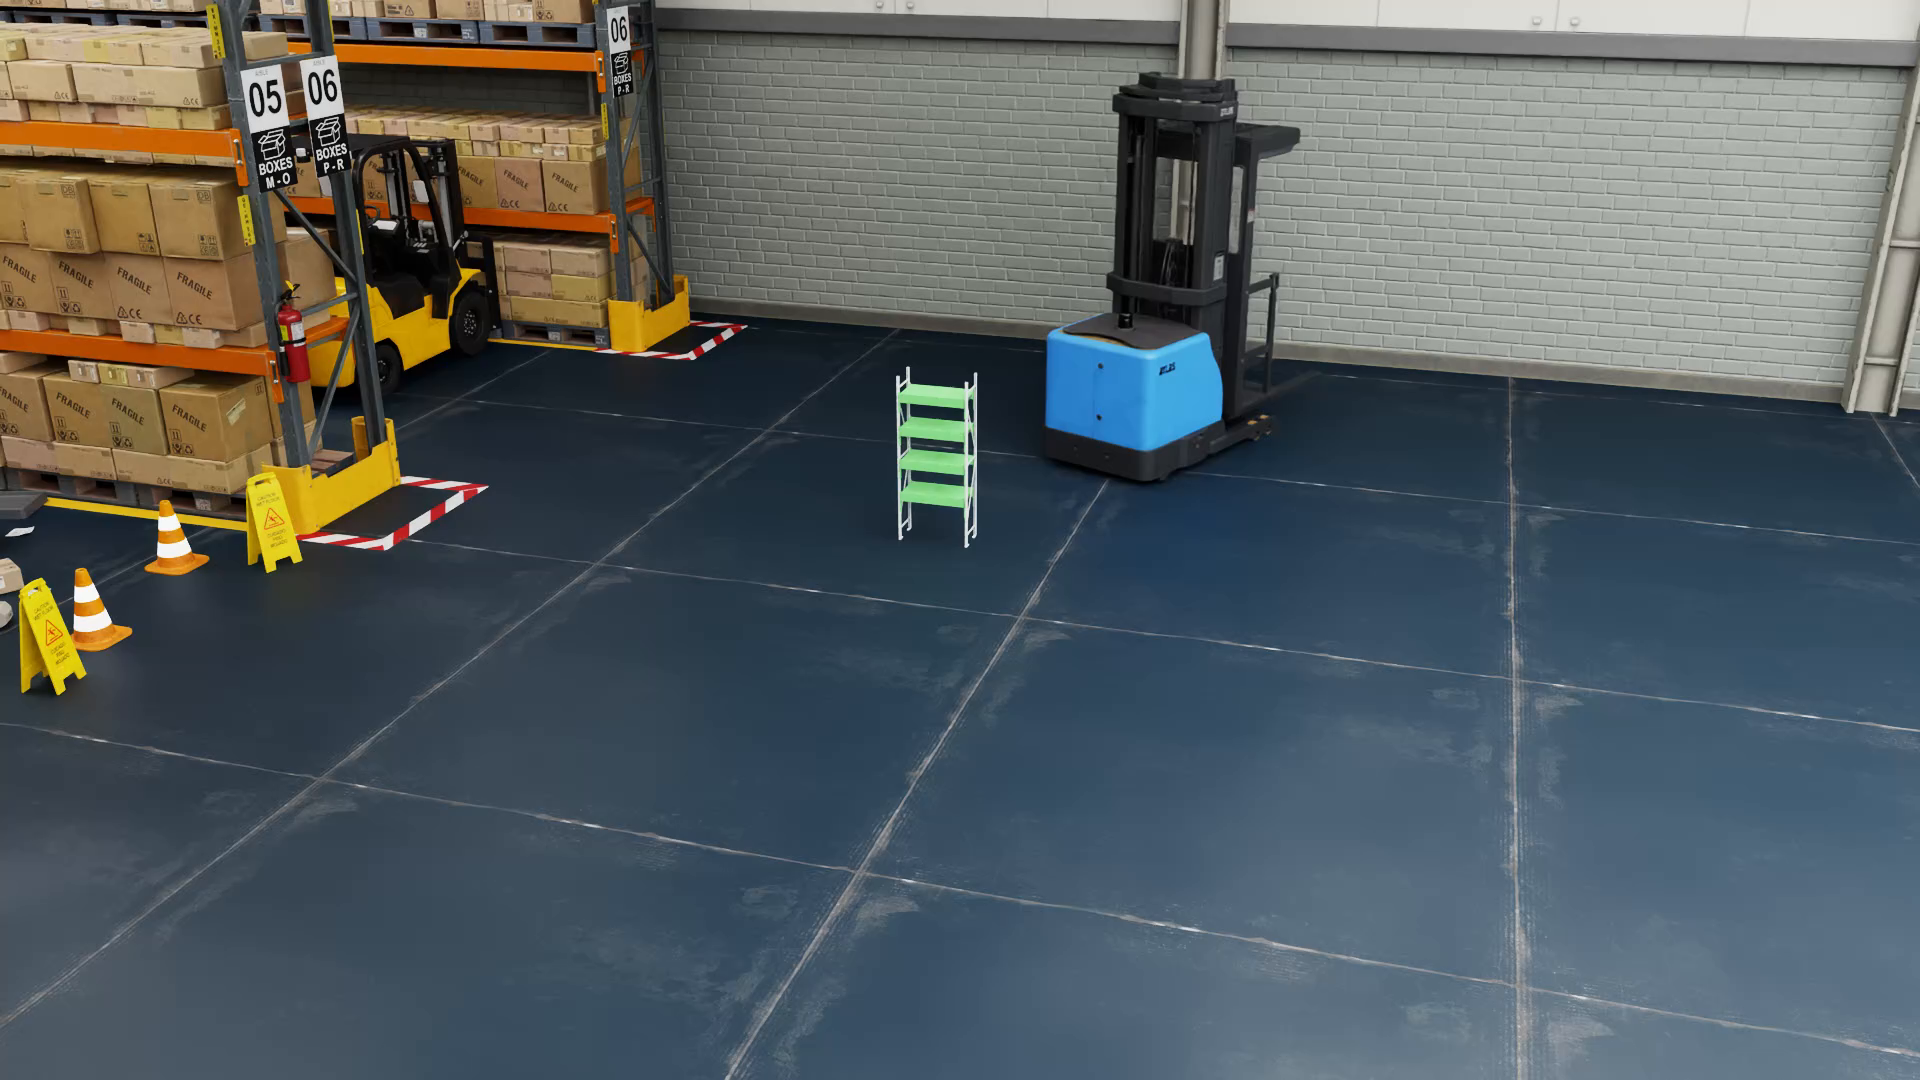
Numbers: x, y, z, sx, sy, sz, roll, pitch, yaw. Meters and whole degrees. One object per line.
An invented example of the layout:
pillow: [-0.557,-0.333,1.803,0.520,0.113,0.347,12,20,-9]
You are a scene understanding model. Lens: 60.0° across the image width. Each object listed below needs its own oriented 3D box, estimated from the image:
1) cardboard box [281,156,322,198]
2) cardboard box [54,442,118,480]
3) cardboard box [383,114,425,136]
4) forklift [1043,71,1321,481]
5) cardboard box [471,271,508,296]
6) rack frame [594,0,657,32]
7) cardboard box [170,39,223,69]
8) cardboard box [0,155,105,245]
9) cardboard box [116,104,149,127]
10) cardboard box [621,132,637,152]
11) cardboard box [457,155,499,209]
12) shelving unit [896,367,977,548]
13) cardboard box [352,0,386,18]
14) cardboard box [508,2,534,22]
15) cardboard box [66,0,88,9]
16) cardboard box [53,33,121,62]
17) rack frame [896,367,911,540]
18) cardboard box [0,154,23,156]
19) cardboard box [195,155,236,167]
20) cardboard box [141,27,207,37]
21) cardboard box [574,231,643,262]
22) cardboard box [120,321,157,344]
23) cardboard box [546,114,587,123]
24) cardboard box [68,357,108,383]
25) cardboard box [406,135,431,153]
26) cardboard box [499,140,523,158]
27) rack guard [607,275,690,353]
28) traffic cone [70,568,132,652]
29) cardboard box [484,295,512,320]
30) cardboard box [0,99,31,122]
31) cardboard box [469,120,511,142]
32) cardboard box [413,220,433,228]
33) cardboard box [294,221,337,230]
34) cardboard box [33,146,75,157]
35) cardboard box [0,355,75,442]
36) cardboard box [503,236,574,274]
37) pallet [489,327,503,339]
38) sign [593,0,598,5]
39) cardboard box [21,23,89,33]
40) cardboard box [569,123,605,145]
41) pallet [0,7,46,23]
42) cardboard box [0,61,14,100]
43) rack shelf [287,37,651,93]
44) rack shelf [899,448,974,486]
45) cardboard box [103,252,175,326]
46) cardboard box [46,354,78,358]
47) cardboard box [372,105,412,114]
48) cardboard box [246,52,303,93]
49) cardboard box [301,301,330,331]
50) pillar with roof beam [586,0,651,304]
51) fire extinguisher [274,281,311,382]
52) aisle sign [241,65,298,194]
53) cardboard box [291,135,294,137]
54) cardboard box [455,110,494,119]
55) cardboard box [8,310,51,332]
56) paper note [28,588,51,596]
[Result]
cardboard box: [-6.612,-3.786,16.916,0.500,0.500,0.500,6,23,14]
cardboard box: [-6.410,-0.669,12.518,0.500,0.250,0.500,6,23,14]
cardboard box: [-5.485,-4.112,16.464,0.250,0.149,0.380,6,23,15]
forklift: [1.992,-2.289,13.488,1.130,2.935,3.031,18,28,36]
cardboard box: [-4.665,-2.646,16.679,0.500,0.250,0.500,6,23,14]
rack frame: [-3.131,-6.220,15.077,0.127,3.000,1.000,7,23,16]
cardboard box: [-4.971,-3.211,10.974,0.250,0.149,0.380,7,23,16]
cardboard box: [-6.552,-2.446,11.939,0.500,0.500,0.700,6,23,15]
cardboard box: [-5.476,-2.907,11.283,0.250,0.149,0.380,7,23,17]
cardboard box: [-3.381,-3.923,16.394,0.250,0.149,0.380,6,23,14]
cardboard box: [-4.663,-3.566,16.379,0.500,0.500,0.500,6,23,14]
shelving unit: [-0.158,-0.573,11.587,0.503,1.200,0.258,7,23,16]
cardboard box: [-5.628,-5.176,15.977,0.258,0.266,0.396,6,23,14]
cardboard box: [-4.012,-4.937,15.548,0.250,0.149,0.380,6,23,14]
cardboard box: [-8.840,-5.490,16.895,0.250,0.149,0.380,6,23,15]
cardboard box: [-5.916,-3.351,11.314,0.250,0.149,0.380,7,23,16]
rack frame: [-0.392,-0.600,11.652,0.015,1.200,0.240,7,23,16]
cardboard box: [-9.956,-4.058,17.908,0.500,0.250,0.500,6,23,14]
cardboard box: [-7.505,-4.006,17.123,0.500,0.250,0.500,6,23,14]
cardboard box: [-5.529,-3.521,11.728,0.250,0.149,0.380,6,23,15]
cardboard box: [-3.537,-2.951,16.764,0.500,0.250,0.500,6,23,15]
cardboard box: [-5.751,-1.529,11.875,0.250,0.149,0.380,7,23,16]
cardboard box: [-3.889,-4.108,16.454,0.250,0.149,0.380,7,23,17]
cardboard box: [-6.266,-1.277,12.158,0.250,0.149,0.380,8,23,18]
cardboard box: [-5.257,-3.922,16.393,0.250,0.149,0.380,6,23,14]
cardboard box: [-4.262,-3.827,16.160,0.250,0.149,0.380,6,23,15]
rack guard: [-3.108,-2.286,16.684,0.348,0.500,1.175,7,23,16]
traffic cone: [-5.341,0.395,10.198,0.334,0.463,0.336,7,23,16]
cardboard box: [-4.622,-2.420,16.786,0.500,0.250,0.500,7,23,16]
cardboard box: [-6.467,-3.002,11.515,0.250,0.149,0.380,6,23,15]
cardboard box: [-4.537,-3.969,16.114,0.250,0.149,0.380,7,23,17]
cardboard box: [-5.464,-3.174,17.308,0.500,0.250,0.500,7,23,16]
cardboard box: [-6.588,-3.101,17.130,0.500,0.250,0.500,6,23,15]
cardboard box: [-9.461,-4.227,17.661,0.500,0.250,0.500,6,23,14]
cardboard box: [-6.893,-1.074,12.517,0.500,0.500,0.500,8,24,18]
cardboard box: [-4.153,-2.821,16.446,0.500,0.250,0.500,7,23,16]
pallet: [-5.040,-2.358,17.240,1.213,0.211,1.003,7,23,15]
sign: [-3.302,-5.010,15.016,0.005,0.325,0.100,7,23,16]
cardboard box: [-6.513,-3.629,11.993,0.250,0.149,0.380,7,23,16]
cardboard box: [-3.535,-3.892,15.926,0.250,0.149,0.380,7,23,16]
pallet: [-10.115,-5.580,17.718,1.003,0.211,1.213,8,24,18]
cardboard box: [-6.593,-3.220,11.522,0.500,0.250,0.500,7,23,16]
rack shelf: [-5.046,-4.719,16.317,4.000,0.370,1.077,7,23,16]
rack shelf: [-0.158,-0.514,11.611,0.480,0.148,0.258,7,23,16]
cardboard box: [-5.639,-1.841,11.781,0.500,0.500,0.500,7,23,16]
cardboard box: [-6.771,-1.271,12.997,0.500,0.500,0.500,8,24,18]
cardboard box: [-5.825,-4.371,17.094,0.250,0.149,0.380,6,23,14]
cardboard box: [-4.966,-3.249,11.591,0.500,0.250,0.500,6,23,15]
cardboard box: [-4.827,-1.637,12.140,0.250,0.149,0.380,7,23,16]
pillar with roof beam: [-4.781,-5.060,12.248,0.400,9.000,9.100,7,23,16]
fire extinguisher: [-4.585,-1.425,11.394,0.183,0.674,0.296,7,23,16]
aisle sign: [-4.586,-2.732,11.051,0.004,0.787,0.394,7,23,16]
cardboard box: [-6.732,-4.099,16.824,0.250,0.149,0.380,6,23,15]
cardboard box: [-4.864,-4.223,16.735,0.250,0.149,0.380,7,23,16]
cardboard box: [-6.711,-1.651,12.174,0.250,0.149,0.380,6,23,15]
paper note: [-6.042,0.352,10.871,0.142,0.019,0.148,-1,22,-3]
